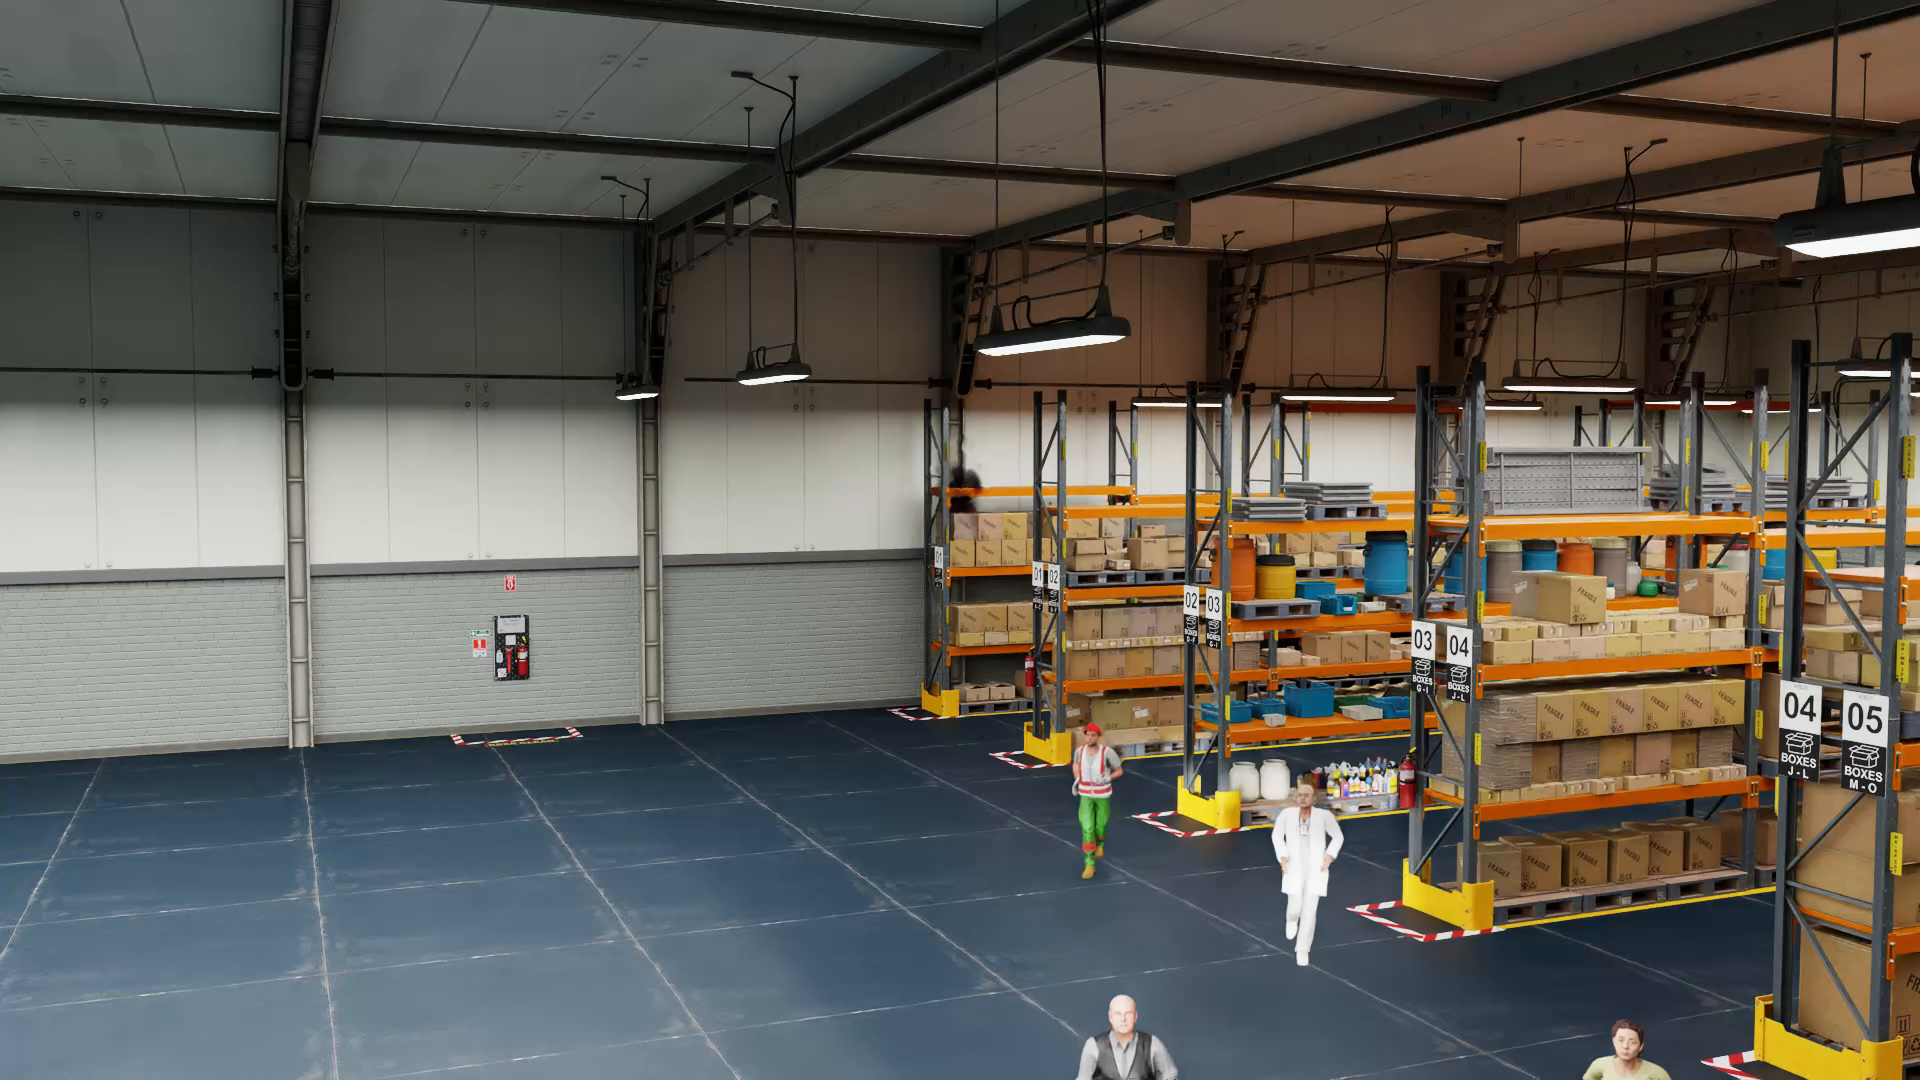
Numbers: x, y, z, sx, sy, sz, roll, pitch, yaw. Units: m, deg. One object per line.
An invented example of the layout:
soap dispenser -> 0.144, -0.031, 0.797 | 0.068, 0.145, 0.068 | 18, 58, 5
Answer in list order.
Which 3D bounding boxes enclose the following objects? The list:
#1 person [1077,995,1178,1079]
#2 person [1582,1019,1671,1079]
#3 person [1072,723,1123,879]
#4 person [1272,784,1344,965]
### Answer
person -> 1.029, 3.699, 10.359 | 0.638, 1.686, 0.638 | 0, 3, 8
person -> 4.125, 3.748, 10.265 | 0.605, 1.633, 0.582 | 2, 4, 27
person -> 1.641, 3.091, 19.998 | 0.638, 1.796, 0.913 | 1, 3, 14
person -> 3.492, 3.316, 16.720 | 0.712, 1.760, 0.744 | 1, 4, 17
